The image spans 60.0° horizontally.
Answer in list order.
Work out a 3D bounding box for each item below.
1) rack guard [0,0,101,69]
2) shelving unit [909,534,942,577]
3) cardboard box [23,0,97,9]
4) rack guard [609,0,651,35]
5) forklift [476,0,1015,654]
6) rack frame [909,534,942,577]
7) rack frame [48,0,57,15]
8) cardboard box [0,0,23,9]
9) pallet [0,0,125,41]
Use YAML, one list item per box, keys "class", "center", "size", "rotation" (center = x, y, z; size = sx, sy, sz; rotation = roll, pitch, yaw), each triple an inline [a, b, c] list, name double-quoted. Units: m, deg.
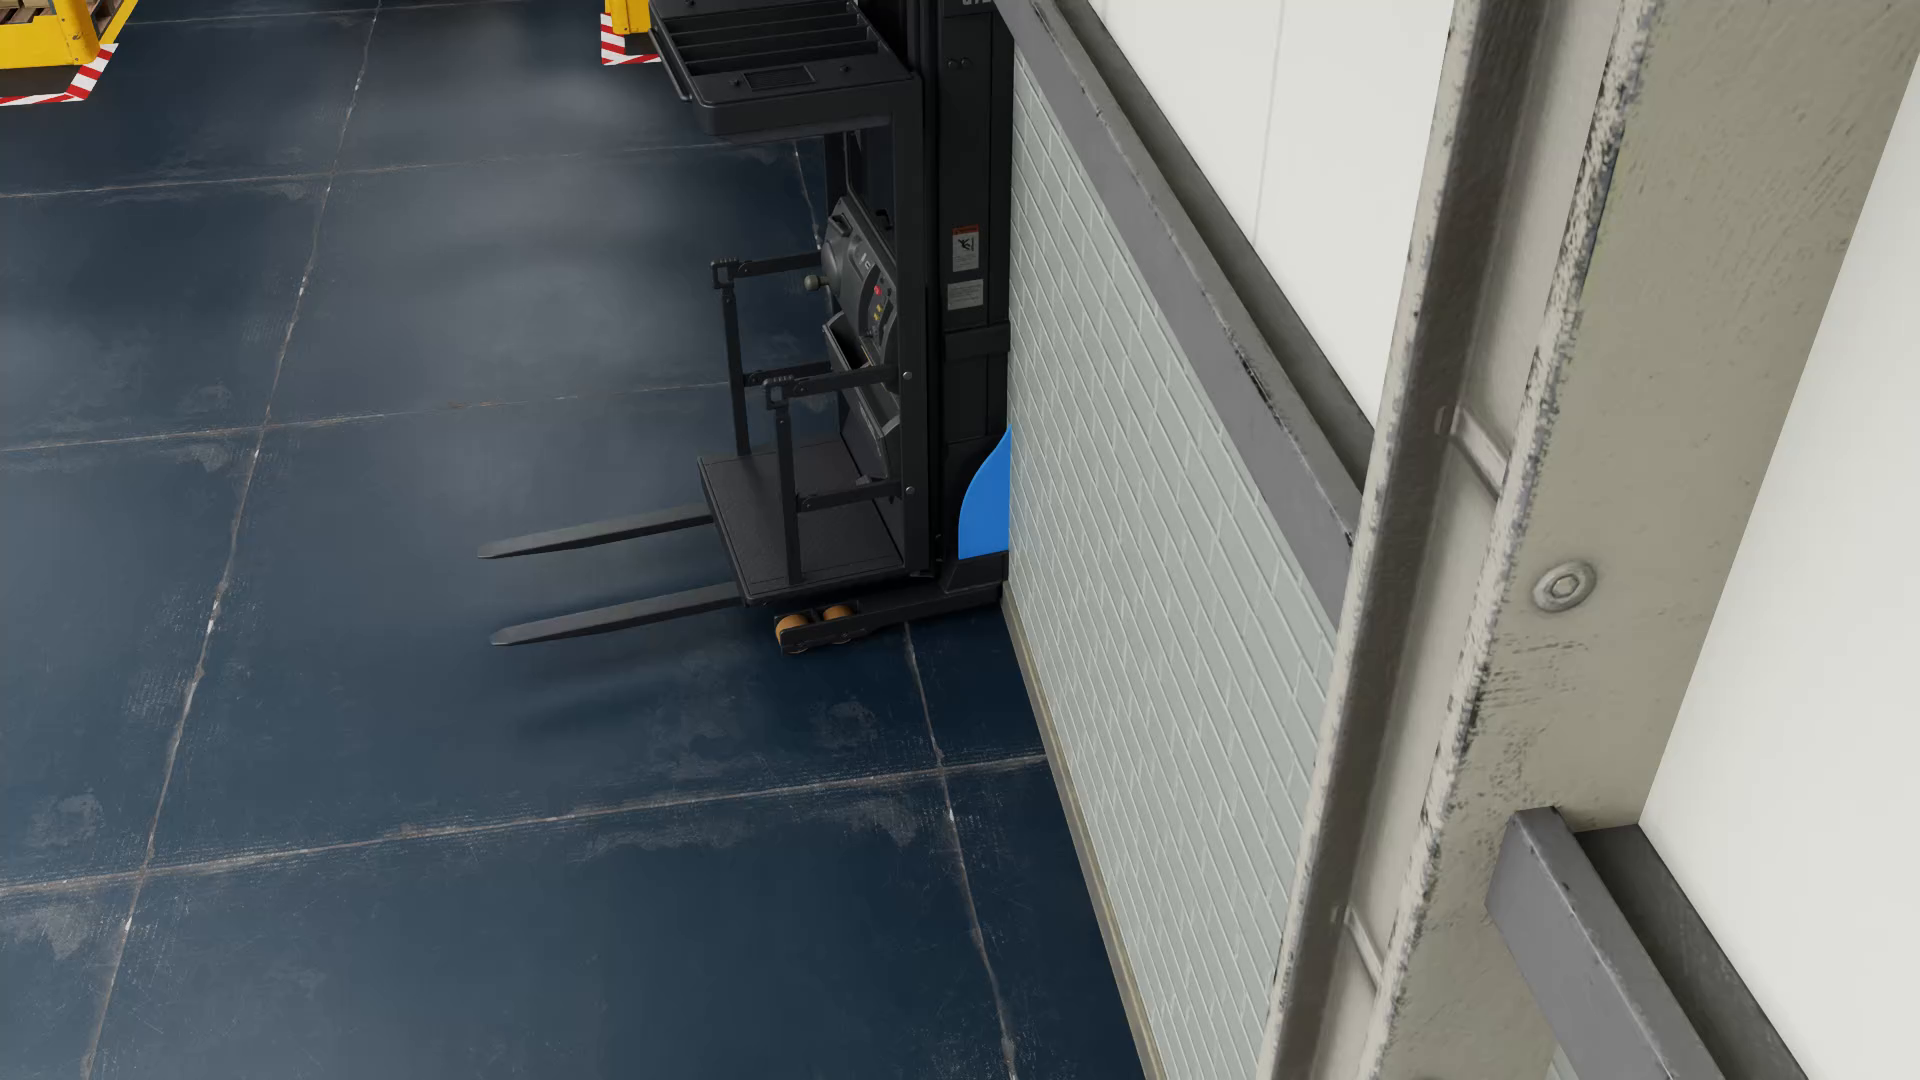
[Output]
- class: "rack guard"
  center: [-7.011, -3.753, 12.173]
  size: [1.175, 0.500, 0.348]
  rotation: [-6, 38, -8]
- class: "shelving unit"
  center: [-0.044, -0.585, 7.475]
  size: [0.538, 1.125, 1.048]
  rotation: [1, 29, -22]
- class: "cardboard box"
  center: [-6.866, -4.291, 12.727]
  size: [0.500, 0.250, 0.500]
  rotation: [-7, 38, -8]
- class: "rack guard"
  center: [-2.107, -4.228, 12.785]
  size: [1.175, 0.500, 0.348]
  rotation: [-6, 38, -8]
- class: "forklift"
  center: [-0.593, -1.037, 6.696]
  size: [3.031, 2.935, 1.130]
  rotation: [-11, 39, -14]
- class: "rack frame"
  center: [0.119, -0.334, 7.064]
  size: [0.500, 1.125, 0.032]
  rotation: [1, 29, -22]
- class: "rack frame"
  center: [-6.997, -4.694, 11.347]
  size: [1.000, 3.000, 0.127]
  rotation: [-6, 38, -8]
- class: "cardboard box"
  center: [-7.408, -4.248, 12.671]
  size: [0.500, 0.250, 0.500]
  rotation: [-6, 38, -8]
- class: "pallet"
  center: [-7.118, -4.133, 12.898]
  size: [1.003, 0.211, 1.213]
  rotation: [-6, 38, -8]
